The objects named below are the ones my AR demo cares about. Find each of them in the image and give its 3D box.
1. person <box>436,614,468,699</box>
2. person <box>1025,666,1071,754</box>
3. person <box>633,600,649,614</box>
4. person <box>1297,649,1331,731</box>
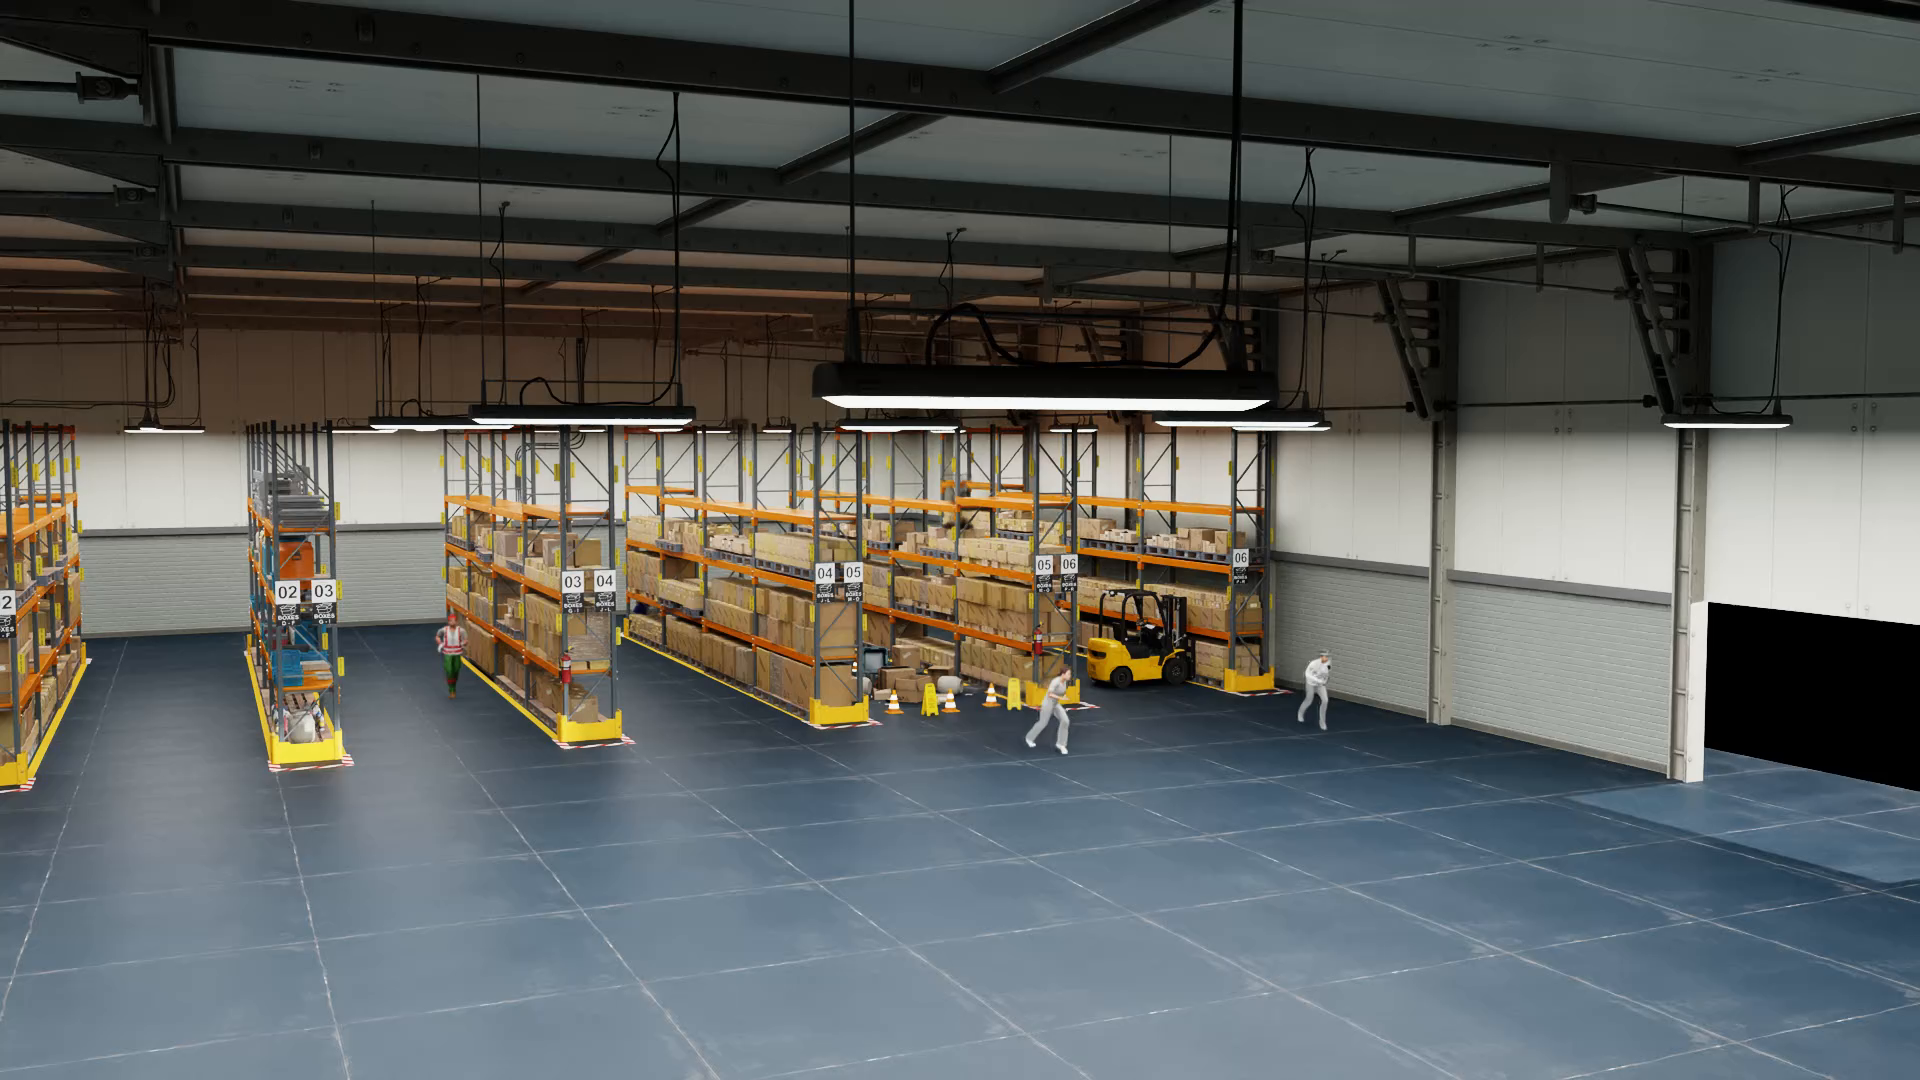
[{"bbox_3d":[-11.135,2.528,36.521,0.652,1.805,0.983,-2,4,-24],"label":"person"},{"bbox_3d":[1.608,3.068,30.222,0.954,1.623,0.606,2,4,33],"label":"person"},{"bbox_3d":[-9.263,1.902,48.814,0.687,1.628,0.648,-1,4,-19],"label":"person"},{"bbox_3d":[6.972,2.911,32.731,0.658,1.625,0.966,-2,4,-25],"label":"person"}]
